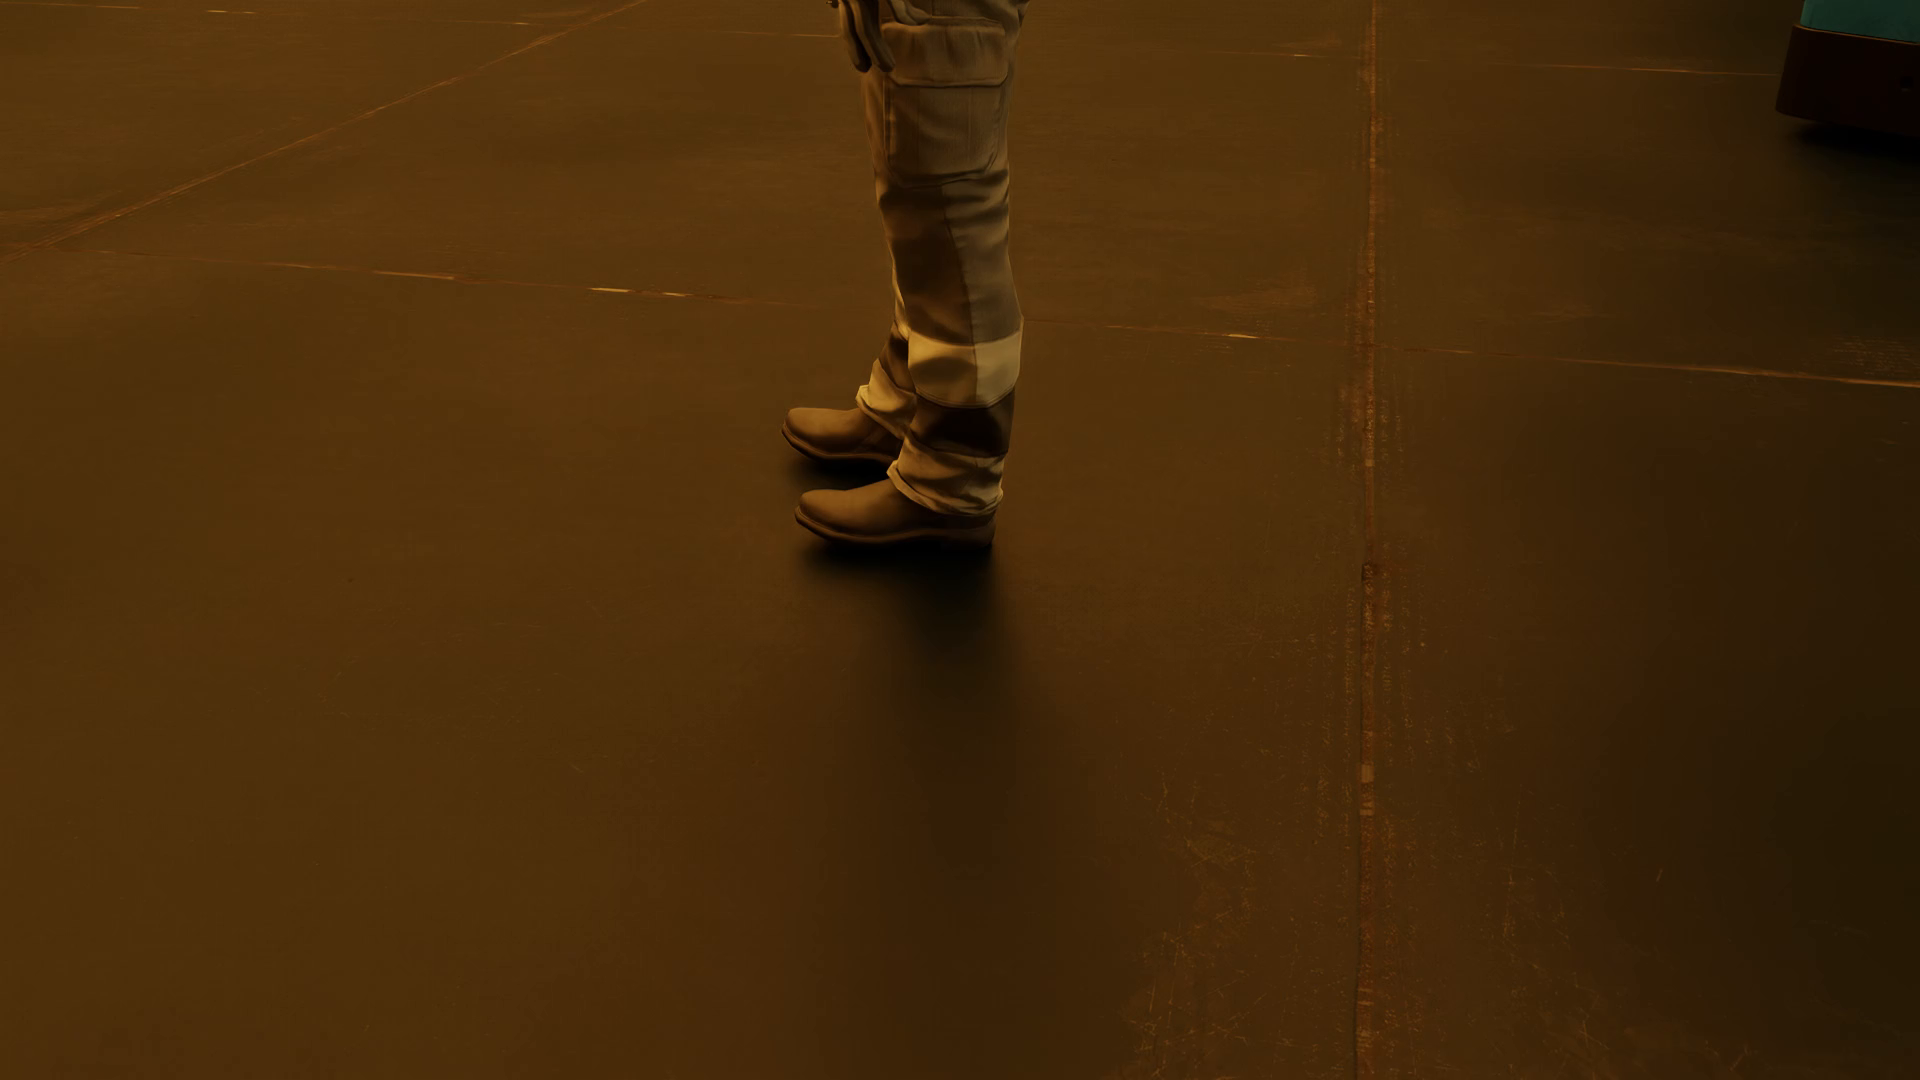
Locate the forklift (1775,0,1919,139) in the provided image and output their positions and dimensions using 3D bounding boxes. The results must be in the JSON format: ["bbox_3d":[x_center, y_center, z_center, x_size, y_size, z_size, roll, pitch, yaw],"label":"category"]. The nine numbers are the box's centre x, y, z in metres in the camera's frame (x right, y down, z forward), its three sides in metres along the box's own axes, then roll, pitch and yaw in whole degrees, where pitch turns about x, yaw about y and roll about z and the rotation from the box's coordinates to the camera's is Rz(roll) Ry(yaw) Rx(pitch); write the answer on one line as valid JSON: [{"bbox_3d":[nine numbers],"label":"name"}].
[{"bbox_3d":[3.812,-2.727,4.651,3.031,2.935,1.130,-20,33,-34],"label":"forklift"}]

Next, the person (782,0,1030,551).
[{"bbox_3d":[-0.076,-0.819,2.120,0.562,1.790,0.637,6,27,11],"label":"person"}]
